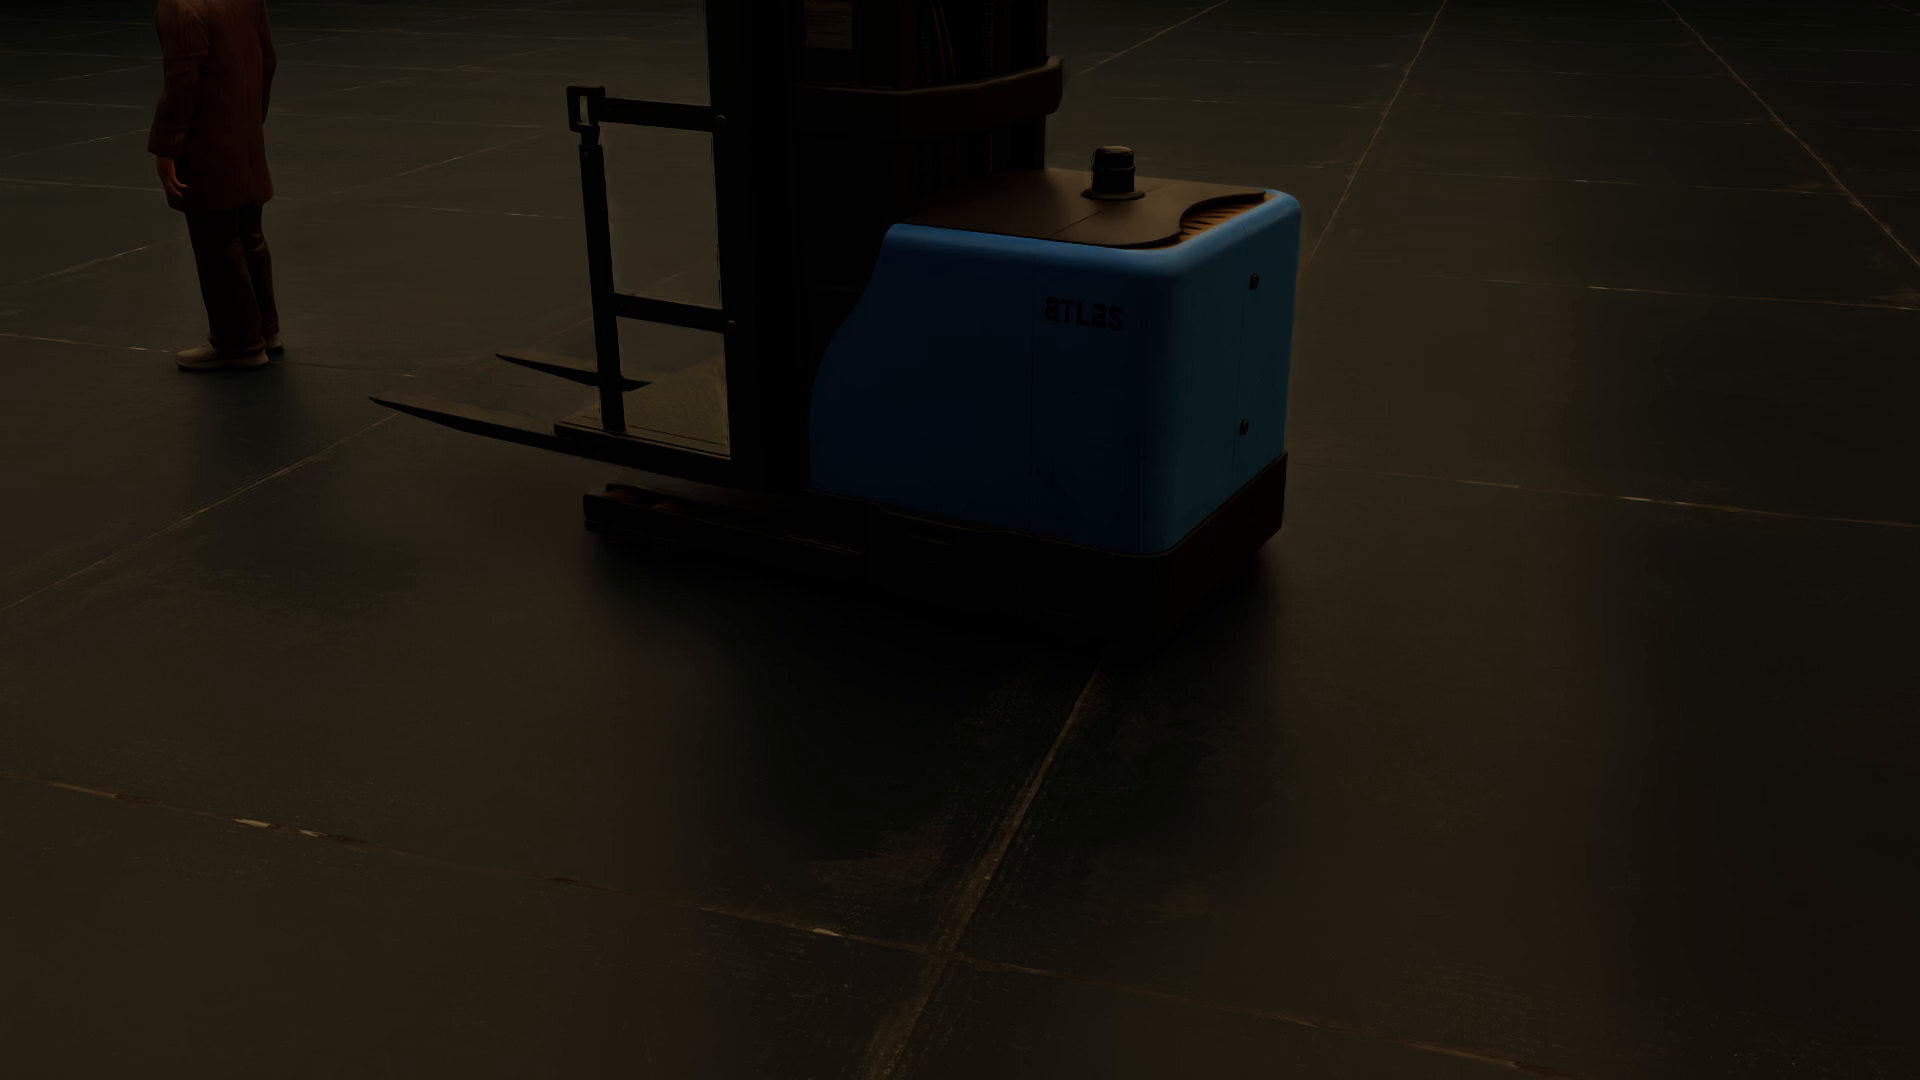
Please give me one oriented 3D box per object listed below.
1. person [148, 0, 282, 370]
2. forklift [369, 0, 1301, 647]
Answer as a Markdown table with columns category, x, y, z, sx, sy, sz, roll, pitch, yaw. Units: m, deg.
| category | x | y | z | sx | sy | sz | roll | pitch | yaw |
| --- | --- | --- | --- | --- | --- | --- | --- | --- | --- |
| person | -3.012 | -1.557 | 6.556 | 0.559 | 1.784 | 0.690 | 4 | 23 | 10 |
| forklift | -0.561 | -1.468 | 4.835 | 3.031 | 2.935 | 1.130 | 12 | 25 | 27 |
